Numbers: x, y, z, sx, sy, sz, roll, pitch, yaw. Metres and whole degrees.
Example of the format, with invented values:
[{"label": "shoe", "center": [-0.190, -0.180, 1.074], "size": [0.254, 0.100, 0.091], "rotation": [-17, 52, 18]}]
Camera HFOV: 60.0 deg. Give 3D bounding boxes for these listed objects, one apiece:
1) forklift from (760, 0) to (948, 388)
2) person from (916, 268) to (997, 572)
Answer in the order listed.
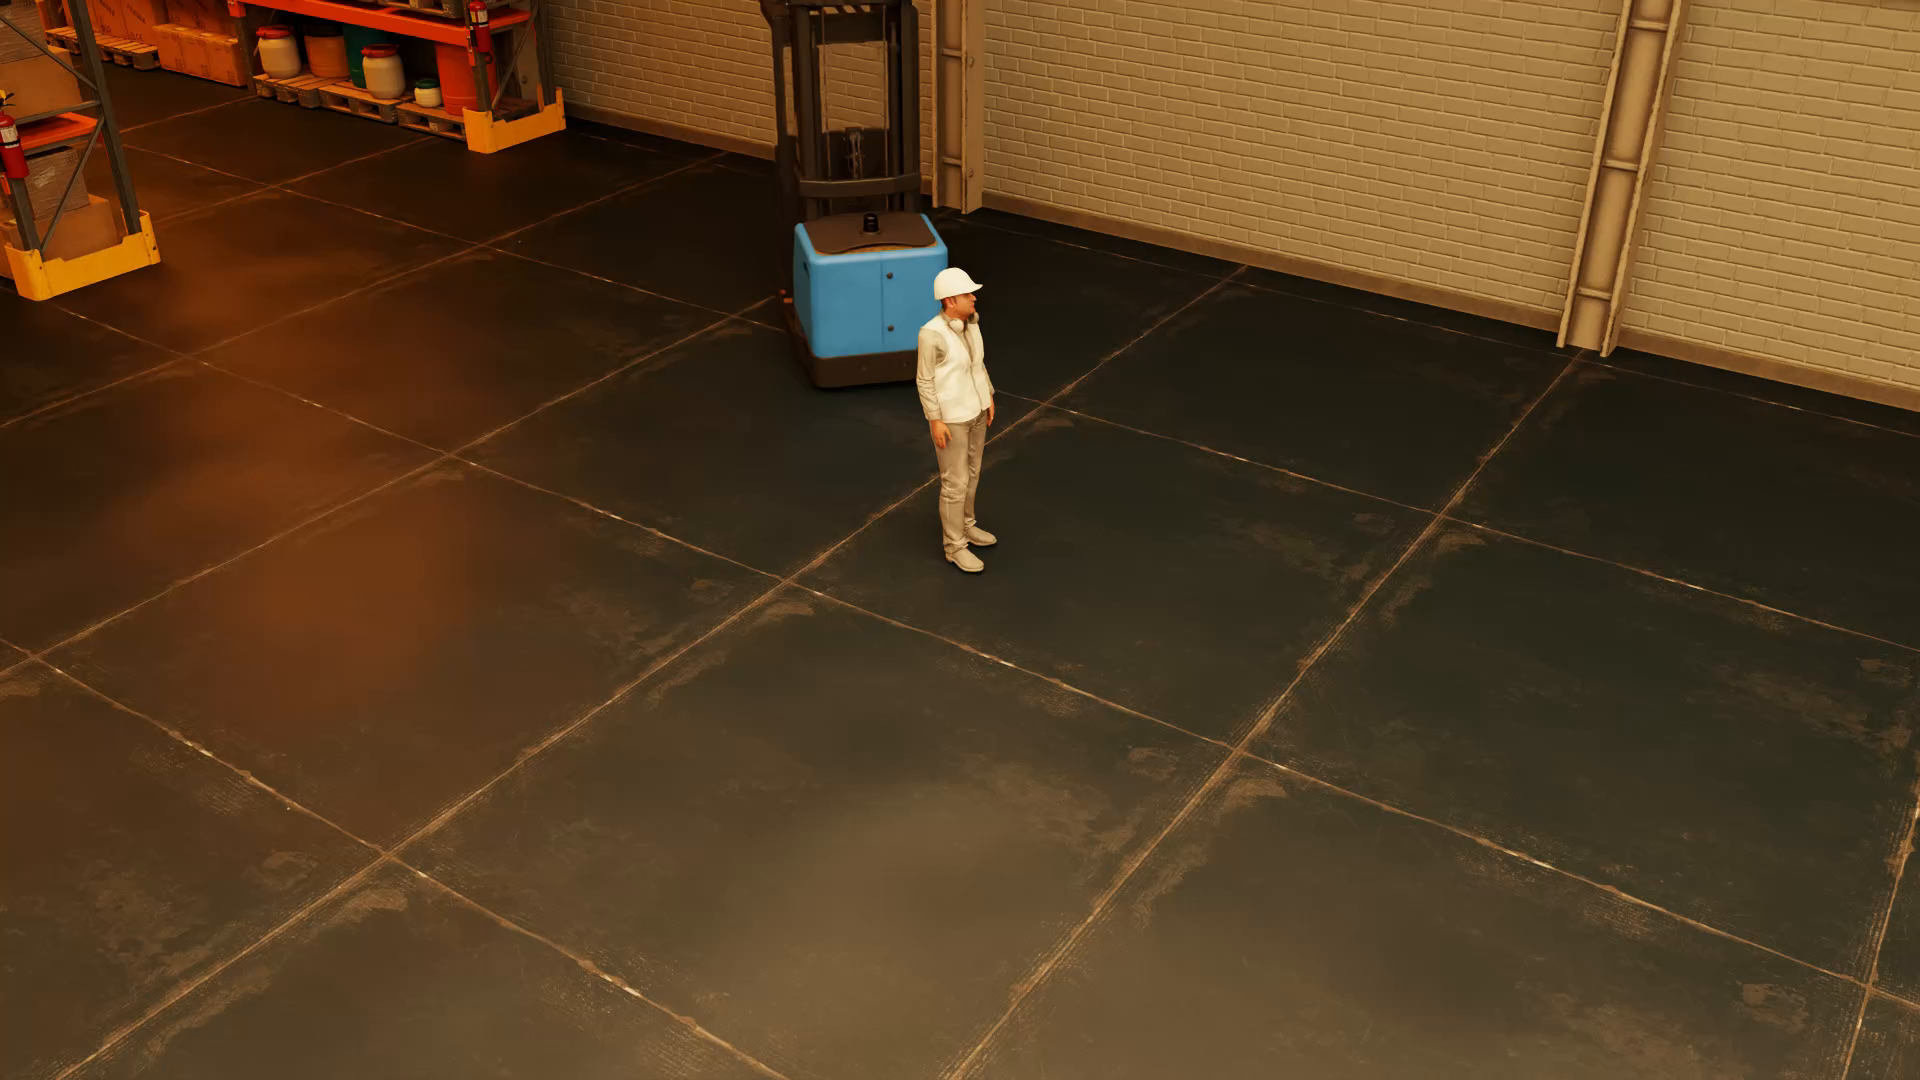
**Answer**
[{"label": "forklift", "center": [-0.904, -3.117, 12.949], "size": [1.130, 2.935, 3.031], "rotation": [-7, 31, -11]}, {"label": "person", "center": [0.047, -0.753, 10.015], "size": [0.568, 1.774, 0.633], "rotation": [19, 35, 29]}]
